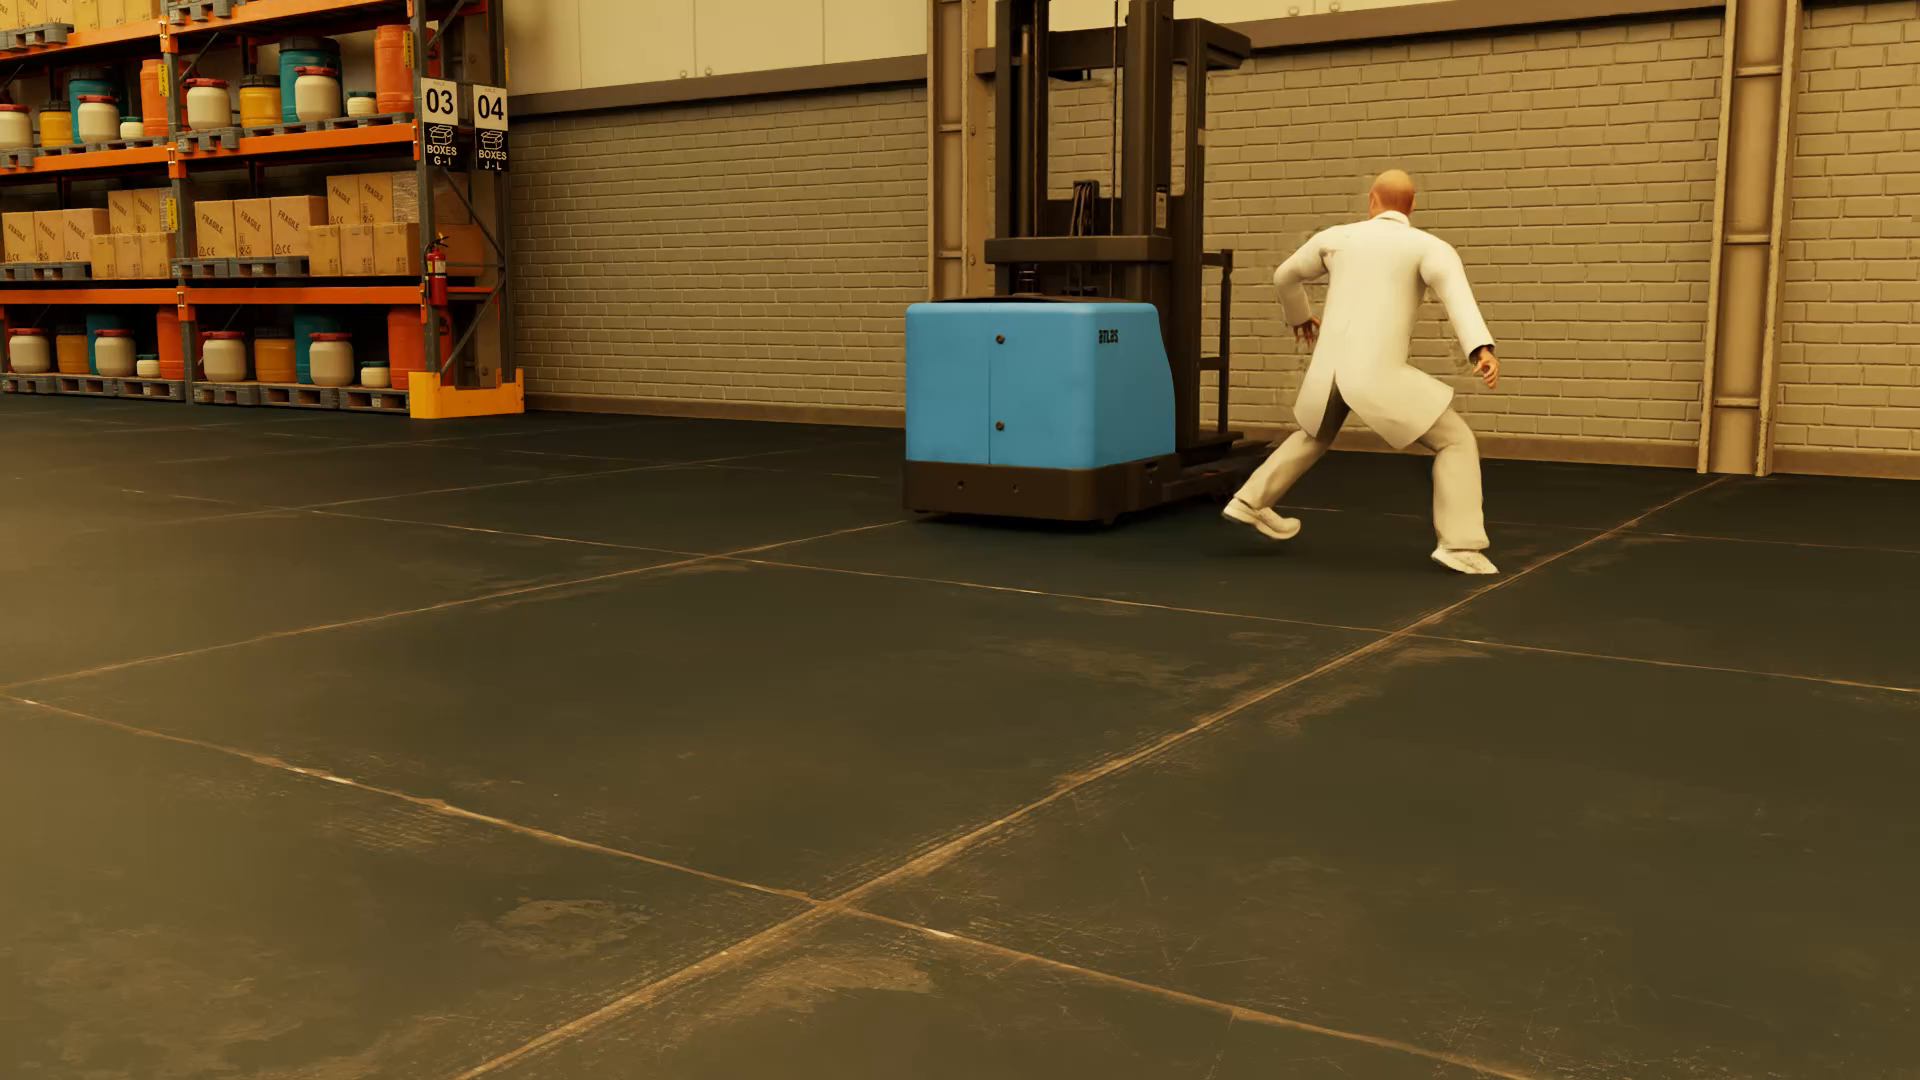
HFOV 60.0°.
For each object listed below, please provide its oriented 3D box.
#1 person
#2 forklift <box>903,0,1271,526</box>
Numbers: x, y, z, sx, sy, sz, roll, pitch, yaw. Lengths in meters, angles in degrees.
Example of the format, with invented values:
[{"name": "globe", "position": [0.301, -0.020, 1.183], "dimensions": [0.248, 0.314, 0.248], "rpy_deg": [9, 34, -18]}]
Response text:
[{"name": "person", "position": [1.725, -0.650, 6.781], "dimensions": [0.591, 1.702, 1.218], "rpy_deg": [-7, 11, -40]}, {"name": "forklift", "position": [0.889, -1.683, 9.029], "dimensions": [1.130, 2.935, 3.031], "rpy_deg": [5, 9, 30]}]
